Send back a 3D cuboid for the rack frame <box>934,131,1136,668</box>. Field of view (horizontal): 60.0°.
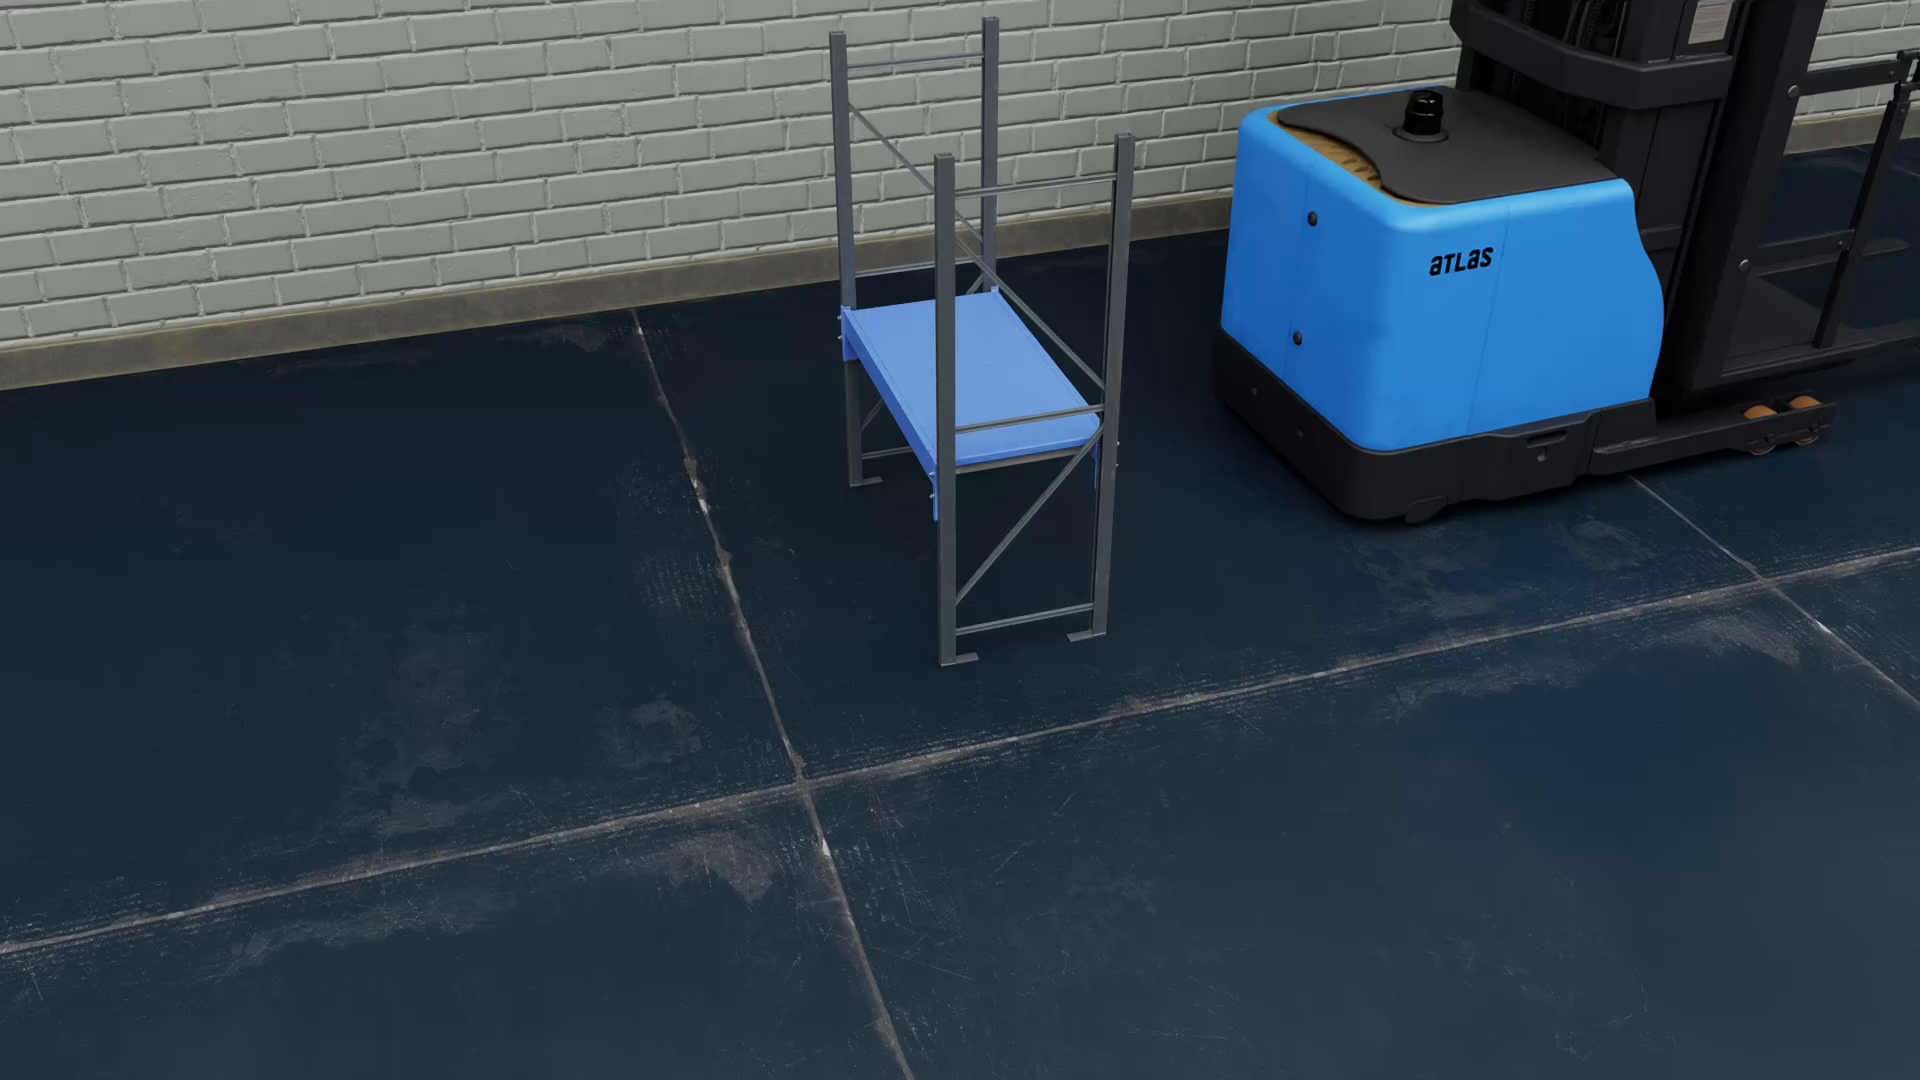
[{"bbox_3d":[0.181,-0.314,4.365,0.500,1.500,0.032,-10,35,-15],"label":"rack frame"}]

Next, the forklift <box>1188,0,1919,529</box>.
[{"bbox_3d":[2.384,-1.756,5.248,3.031,2.935,1.130,-12,35,-17],"label":"forklift"}]

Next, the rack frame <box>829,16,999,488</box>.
[{"bbox_3d":[-0.129,-0.848,5.173,0.500,1.500,0.032,-10,35,-15],"label":"rack frame"}]

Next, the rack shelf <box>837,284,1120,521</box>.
[{"bbox_3d":[0.026,-0.431,4.868,0.538,0.185,1.000,-10,35,-15],"label":"rack shelf"}]

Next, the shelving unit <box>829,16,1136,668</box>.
[{"bbox_3d":[0.026,-0.581,4.769,0.538,1.500,1.048,-10,35,-15],"label":"shelving unit"}]
